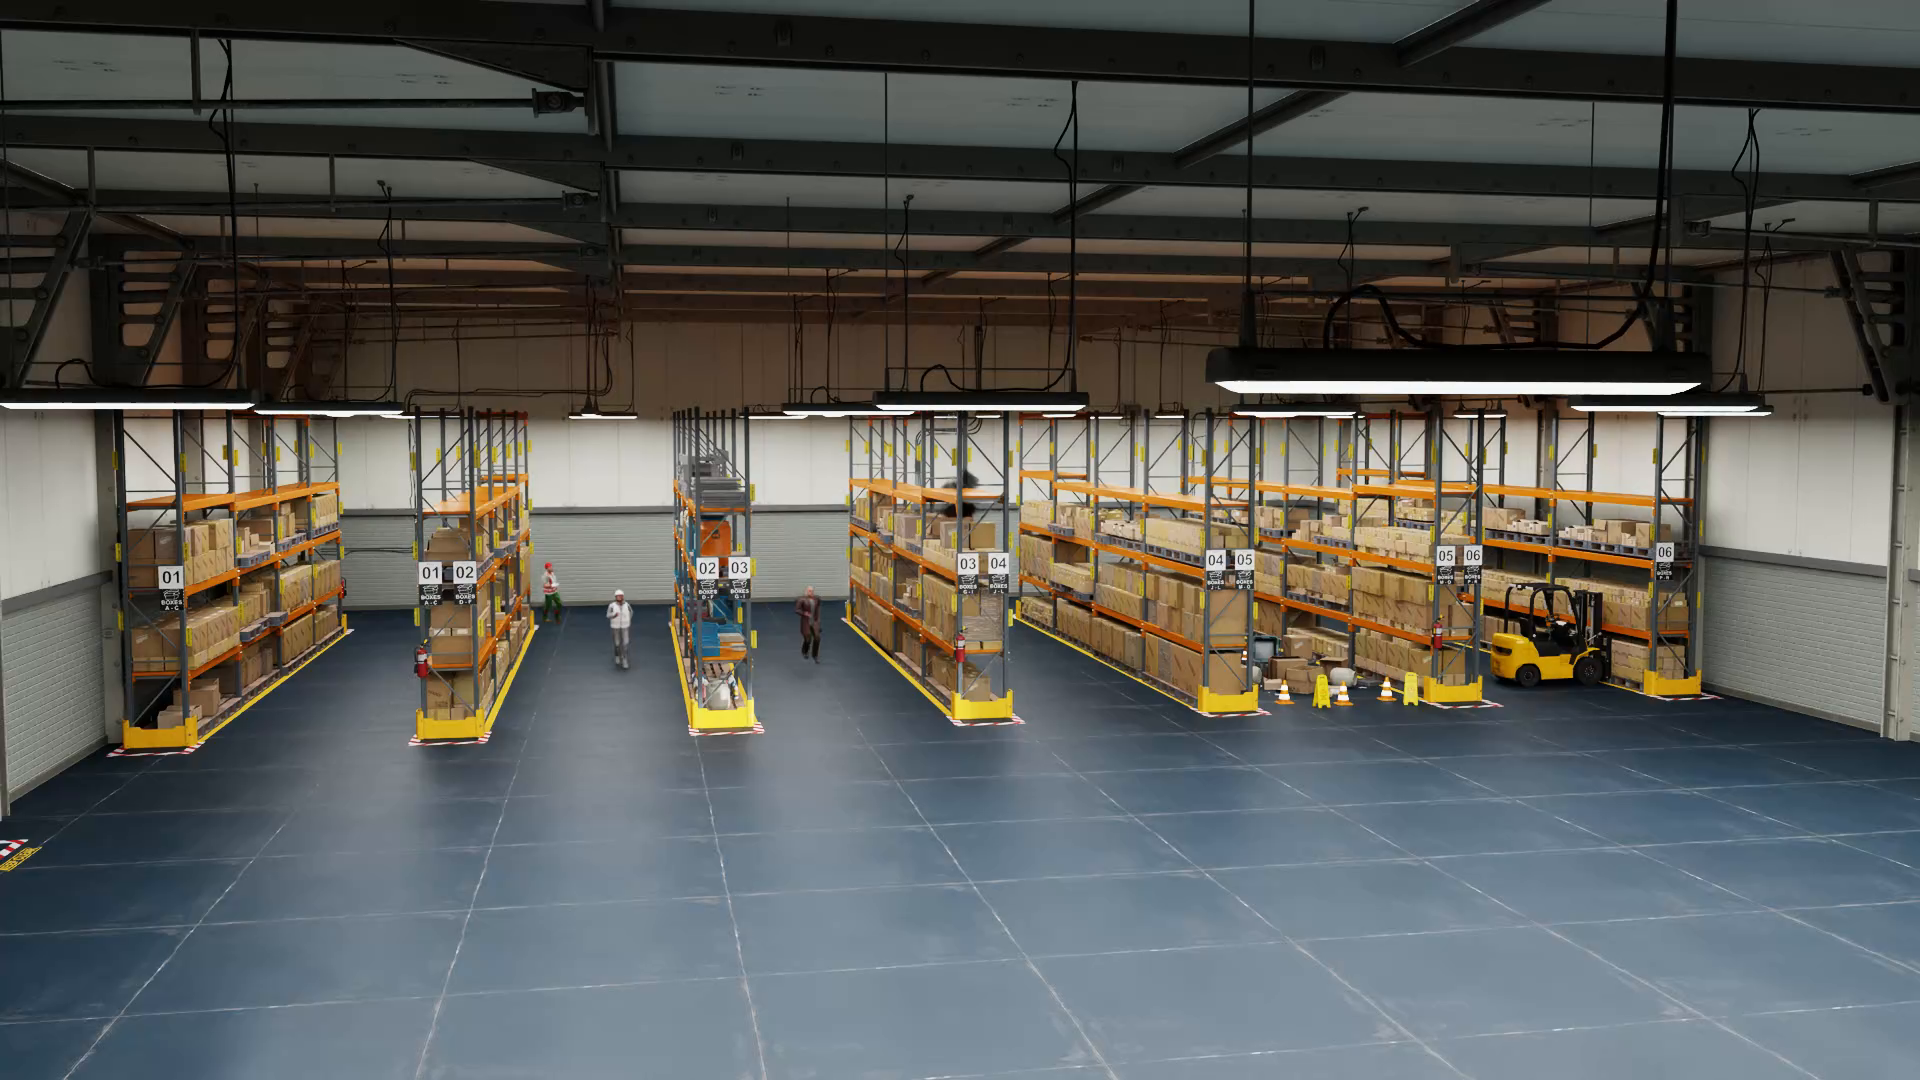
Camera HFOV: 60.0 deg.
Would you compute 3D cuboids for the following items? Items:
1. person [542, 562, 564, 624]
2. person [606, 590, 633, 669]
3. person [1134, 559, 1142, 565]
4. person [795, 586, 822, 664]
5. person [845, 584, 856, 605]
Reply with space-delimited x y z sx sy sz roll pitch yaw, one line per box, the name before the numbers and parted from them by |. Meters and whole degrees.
person | -11.609 1.525 46.862 0.702 1.811 0.715 2 4 21
person | -7.934 2.069 38.835 0.641 1.820 0.740 -1 4 -17
person | 5.370 1.217 50.703 0.880 1.824 0.598 -1 4 -19
person | -3.475 1.946 38.278 0.689 1.777 0.834 -2 4 -21
person | -3.076 1.381 49.090 0.621 1.749 0.688 1 4 7
